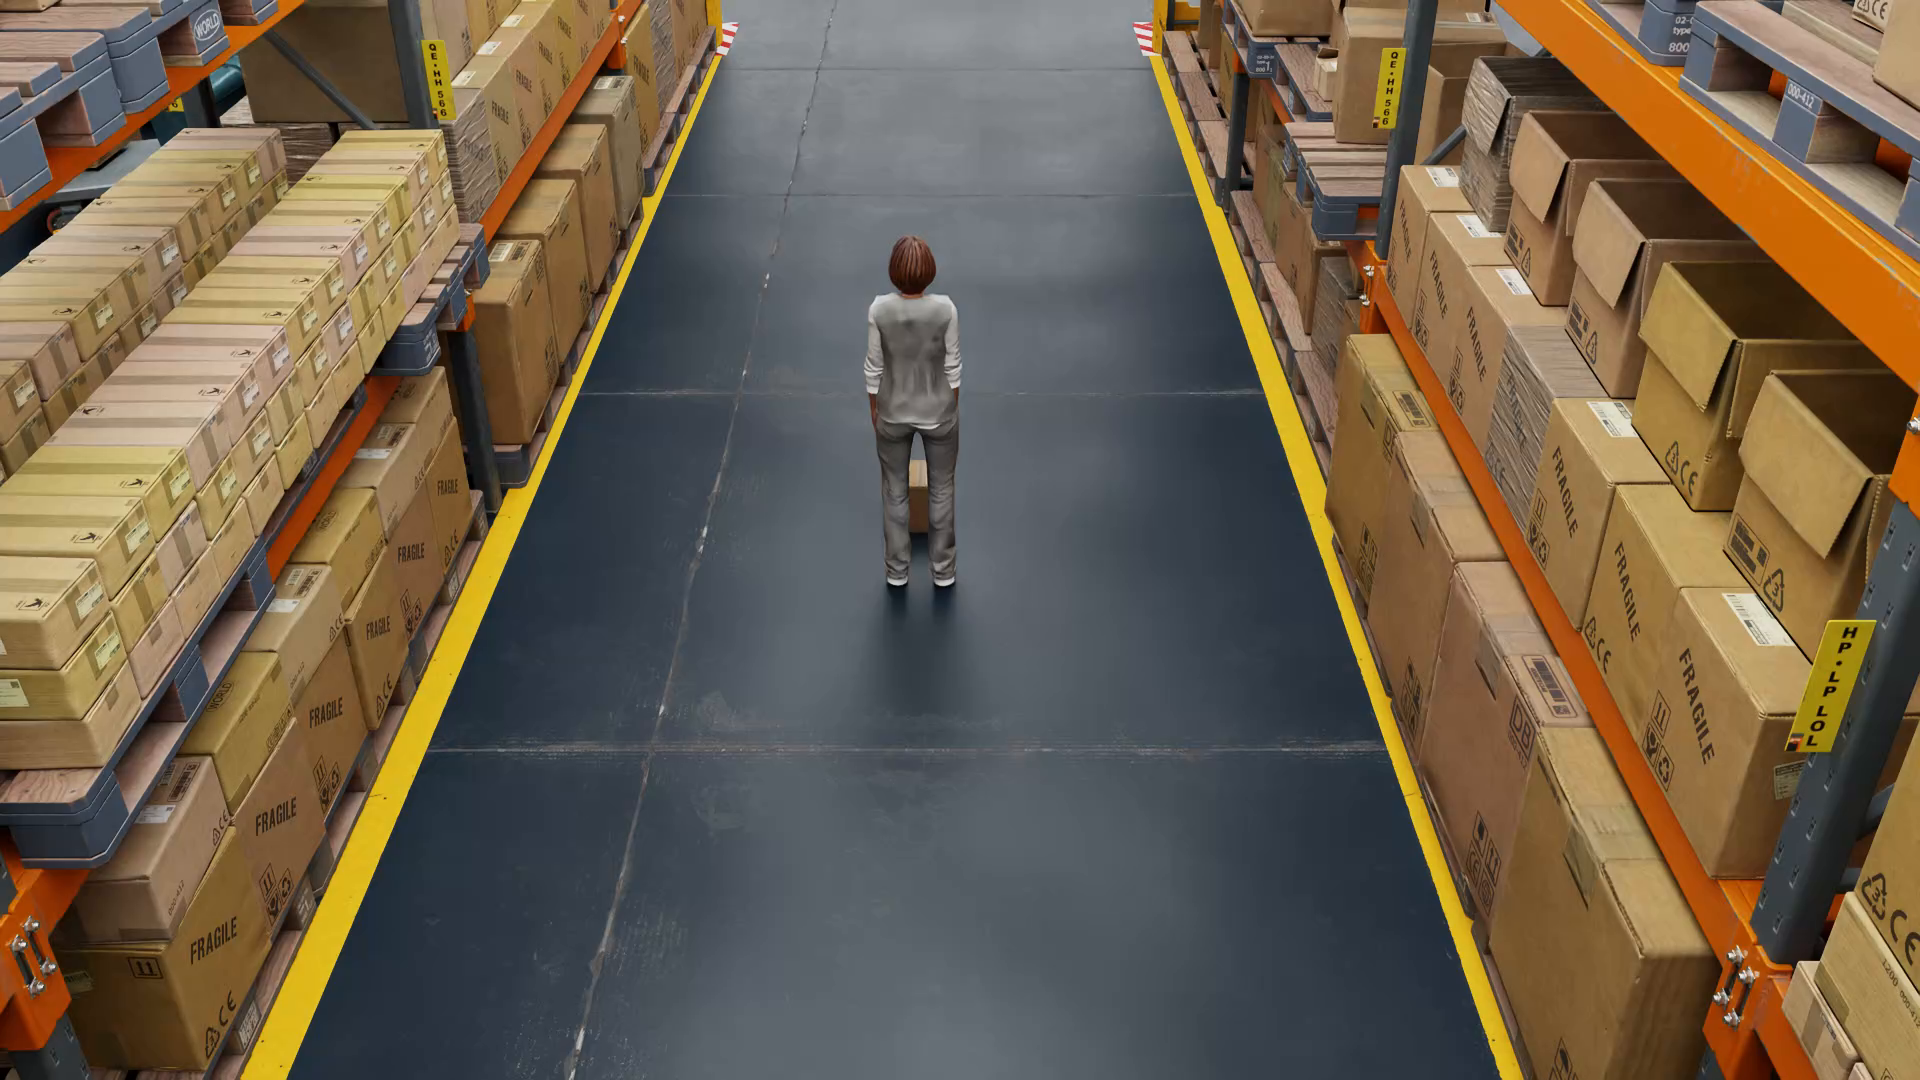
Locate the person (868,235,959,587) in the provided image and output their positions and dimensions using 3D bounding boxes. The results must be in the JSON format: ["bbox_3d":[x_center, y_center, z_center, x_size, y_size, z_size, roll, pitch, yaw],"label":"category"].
[{"bbox_3d":[-0.194,-0.520,6.993,0.387,1.583,0.300,1,32,1],"label":"person"}]
